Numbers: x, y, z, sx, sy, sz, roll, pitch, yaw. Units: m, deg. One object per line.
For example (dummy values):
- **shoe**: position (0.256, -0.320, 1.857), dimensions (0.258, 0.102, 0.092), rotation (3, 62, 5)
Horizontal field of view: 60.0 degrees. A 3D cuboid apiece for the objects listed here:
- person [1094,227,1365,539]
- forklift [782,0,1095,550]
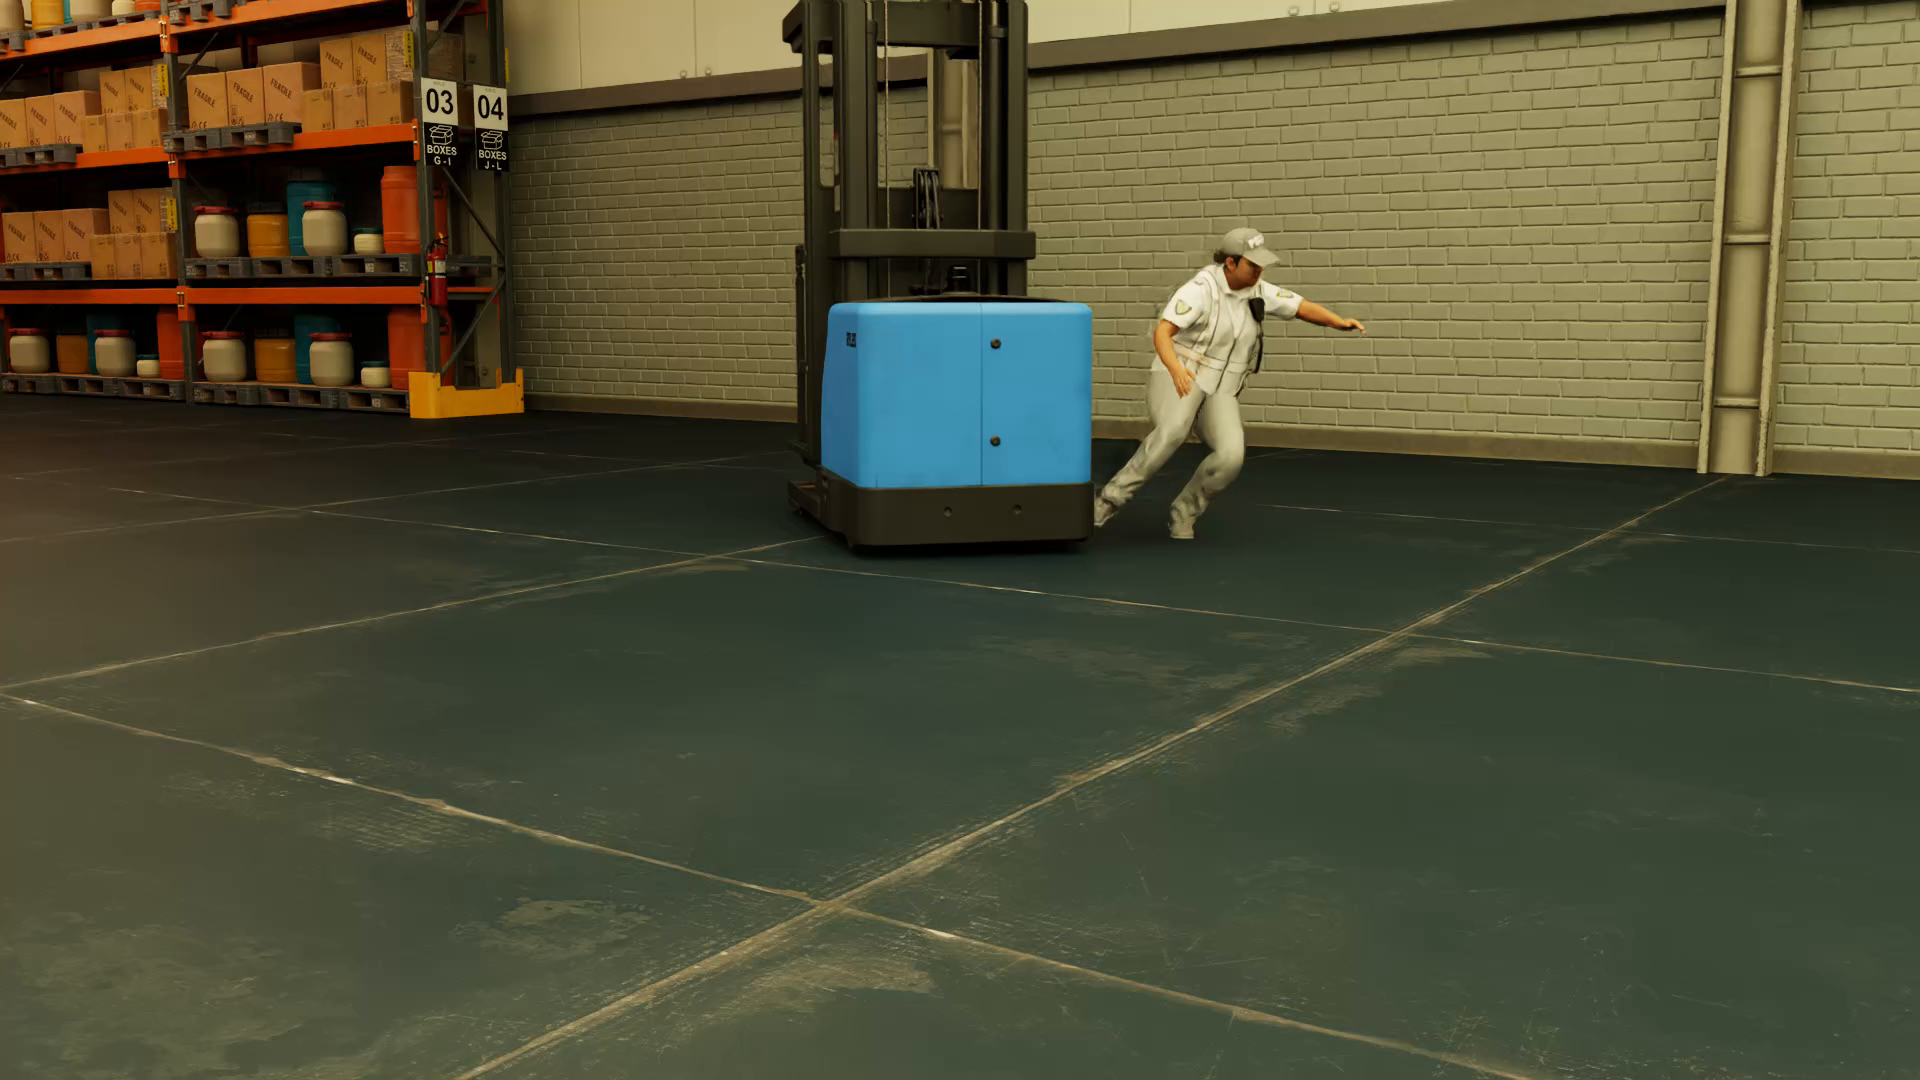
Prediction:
- **person**: position (1.097, -0.689, 7.519), dimensions (1.224, 1.431, 0.891), rotation (-4, 9, -28)
- **forklift**: position (-0.270, -1.577, 8.279), dimensions (1.130, 2.935, 3.031), rotation (-2, 8, -14)
